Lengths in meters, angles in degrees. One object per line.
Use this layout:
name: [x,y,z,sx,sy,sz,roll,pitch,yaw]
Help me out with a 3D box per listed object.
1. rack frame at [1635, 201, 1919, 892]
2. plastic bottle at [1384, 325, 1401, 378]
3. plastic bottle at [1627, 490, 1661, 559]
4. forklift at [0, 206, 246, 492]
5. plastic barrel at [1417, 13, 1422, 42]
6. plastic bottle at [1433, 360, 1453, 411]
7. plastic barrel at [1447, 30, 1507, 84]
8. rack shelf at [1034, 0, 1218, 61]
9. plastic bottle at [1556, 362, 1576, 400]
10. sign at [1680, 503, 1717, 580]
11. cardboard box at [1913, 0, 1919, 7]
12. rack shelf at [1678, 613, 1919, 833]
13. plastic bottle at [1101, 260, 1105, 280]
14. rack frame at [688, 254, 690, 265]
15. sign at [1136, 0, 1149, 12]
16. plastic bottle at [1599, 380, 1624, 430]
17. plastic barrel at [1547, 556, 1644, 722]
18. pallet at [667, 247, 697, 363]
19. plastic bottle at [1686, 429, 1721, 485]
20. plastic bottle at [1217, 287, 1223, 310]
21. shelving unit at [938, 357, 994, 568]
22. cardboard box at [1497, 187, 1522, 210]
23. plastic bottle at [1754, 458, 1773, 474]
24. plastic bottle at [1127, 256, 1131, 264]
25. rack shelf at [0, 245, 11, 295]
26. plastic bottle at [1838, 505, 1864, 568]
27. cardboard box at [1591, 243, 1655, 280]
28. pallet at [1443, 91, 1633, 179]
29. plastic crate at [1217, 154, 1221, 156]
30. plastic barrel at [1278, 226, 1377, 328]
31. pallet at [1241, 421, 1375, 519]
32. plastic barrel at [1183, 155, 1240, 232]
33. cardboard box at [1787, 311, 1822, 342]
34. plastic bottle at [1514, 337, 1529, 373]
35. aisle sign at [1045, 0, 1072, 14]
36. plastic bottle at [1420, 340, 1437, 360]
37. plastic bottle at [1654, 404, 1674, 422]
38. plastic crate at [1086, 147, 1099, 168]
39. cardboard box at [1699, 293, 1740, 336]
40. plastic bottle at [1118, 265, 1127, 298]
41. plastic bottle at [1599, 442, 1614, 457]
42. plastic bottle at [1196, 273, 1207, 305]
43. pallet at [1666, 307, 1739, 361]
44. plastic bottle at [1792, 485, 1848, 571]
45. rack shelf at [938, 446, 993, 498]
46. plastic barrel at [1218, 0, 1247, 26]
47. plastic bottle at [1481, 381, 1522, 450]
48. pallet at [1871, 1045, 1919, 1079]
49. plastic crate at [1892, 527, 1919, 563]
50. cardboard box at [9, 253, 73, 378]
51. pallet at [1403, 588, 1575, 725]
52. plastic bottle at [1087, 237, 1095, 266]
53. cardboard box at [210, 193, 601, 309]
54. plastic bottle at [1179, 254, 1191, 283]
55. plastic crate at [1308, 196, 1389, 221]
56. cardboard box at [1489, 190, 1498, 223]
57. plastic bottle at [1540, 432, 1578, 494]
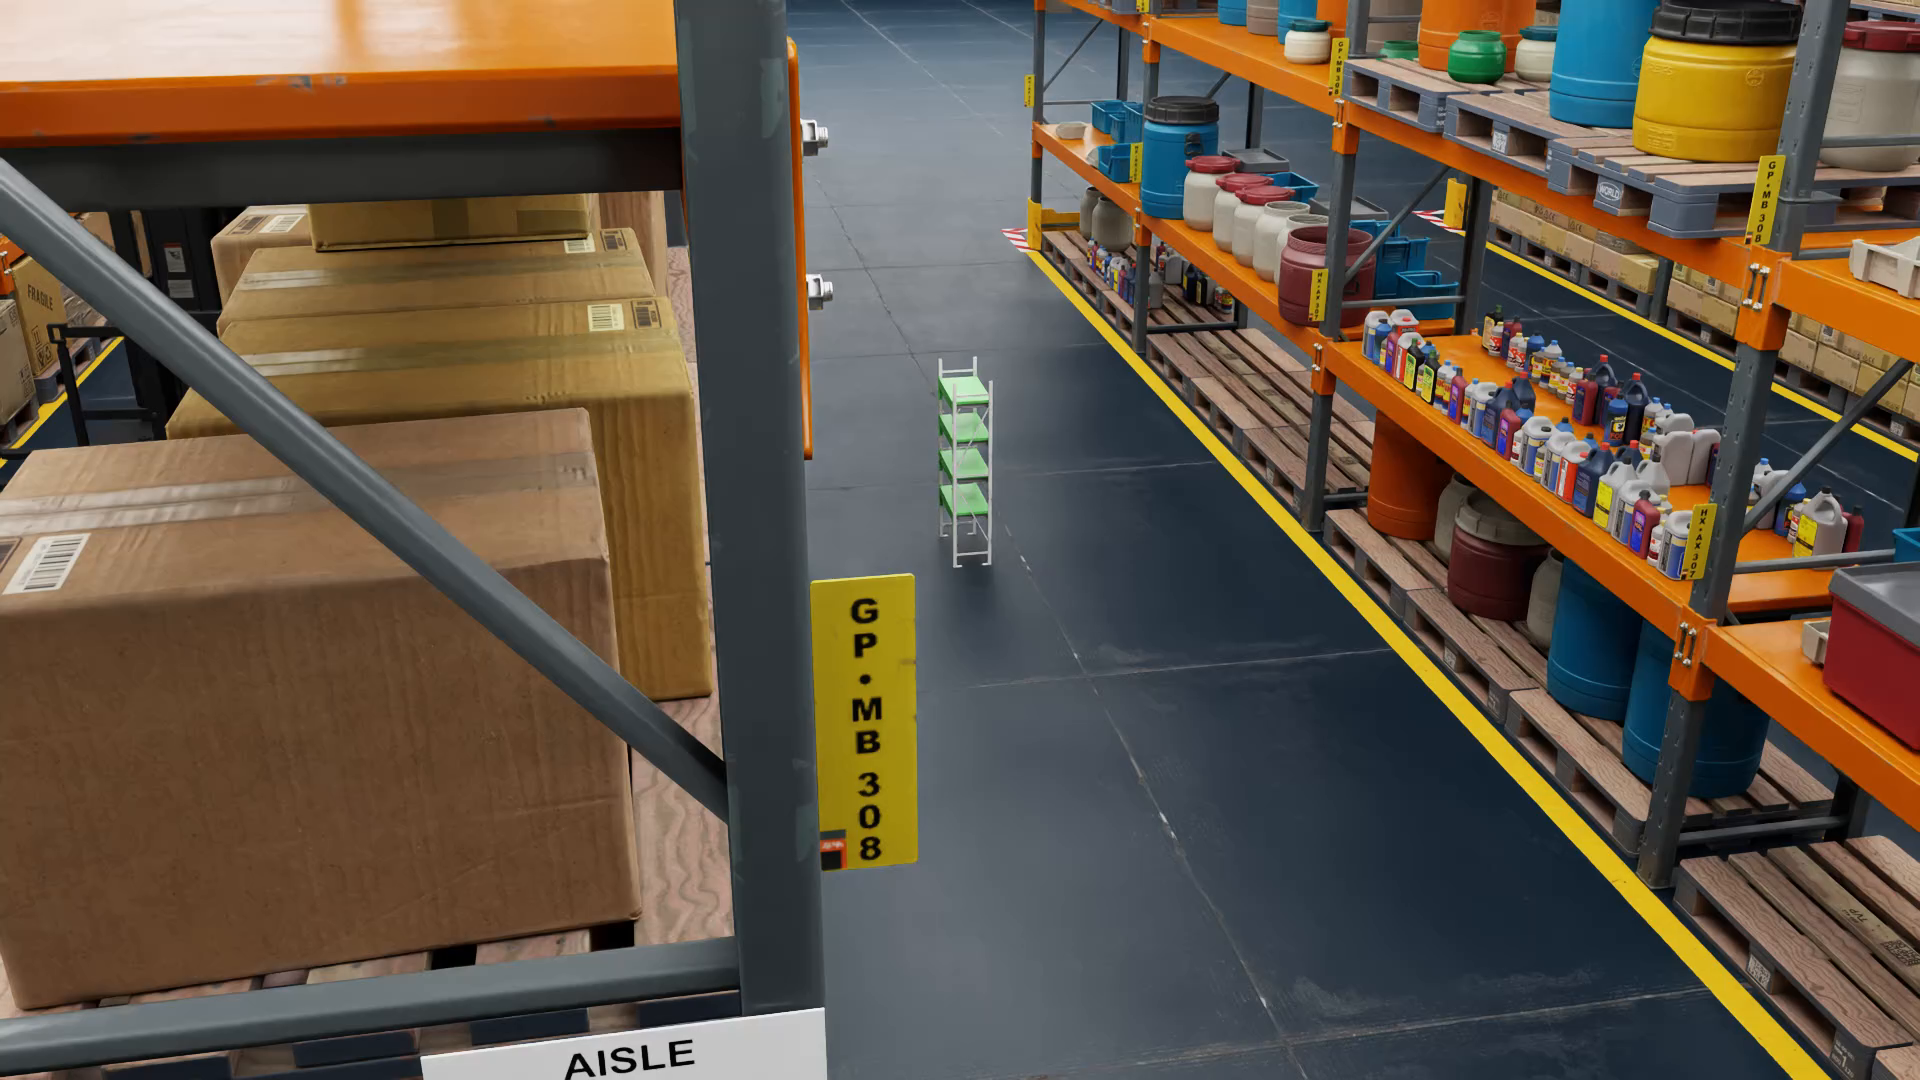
rack frame: [3.489,0.095,6.784,1.000,3.000,0.127,-4,24,-10]
plastic bottle: [2.527,-1.098,9.661,0.061,0.283,0.133,-4,24,-10]
plastic bottle: [3.011,-0.070,7.308,0.061,0.283,0.133,-4,24,-10]
forklift: [-5.461,-1.665,10.899,3.031,2.935,1.130,-2,24,-4]
plastic barrel: [2.993,-3.049,10.095,0.421,0.512,0.421,0,24,0]
plastic bottle: [2.659,-0.852,9.114,0.097,0.271,0.097,0,24,0]
plastic barrel: [2.719,-2.540,8.740,0.294,0.245,0.294,0,24,0]
rack shelf: [1.640,-4.883,15.334,1.077,0.370,4.000,-4,24,-10]
plastic bottle: [3.397,-0.892,9.293,0.097,0.201,0.097,0,24,0]
sign: [2.948,0.008,6.637,0.100,0.325,0.005,-4,24,-10]
cardboard box: [7.269,-3.946,11.953,0.500,0.250,0.500,-5,24,-11]
rack shelf: [3.859,1.212,5.127,1.077,0.370,4.000,-4,24,-10]
plastic bottle: [1.399,-2.595,15.890,0.097,0.201,0.097,0,24,0]
rack frame: [-1.379,0.462,5.945,1.000,3.000,0.127,-4,24,-10]
sign: [1.467,-4.394,13.303,0.100,0.325,0.005,-4,24,-10]
plastic bottle: [3.454,-0.718,8.791,0.061,0.283,0.133,-4,24,-10]
plastic barrel: [3.274,0.371,8.250,0.600,0.901,0.708,-4,24,-10]
pallet: [-1.238,-0.549,4.623,1.003,0.211,1.213,-4,24,-10]
plastic bottle: [3.606,-0.422,8.124,0.152,0.276,0.135,-4,24,-10]
plastic bottle: [2.363,-2.168,14.914,0.097,0.201,0.097,0,24,0]
shelving unit: [0.031,-0.485,10.361,0.258,1.200,0.503,-4,24,-10]
cardboard box: [6.113,-3.842,17.773,0.500,0.500,0.500,-4,24,-10]
plastic bottle: [3.715,-0.248,7.730,0.097,0.271,0.097,0,24,0]
plastic bottle: [1.590,-2.515,15.605,0.061,0.283,0.133,-4,24,-10]
rack shelf: [-7.381,-1.241,10.743,1.077,0.370,4.000,-4,24,-10]
plastic bottle: [3.840,-0.027,7.210,0.061,0.283,0.133,-4,24,-10]
cardboard box: [6.495,-2.712,16.124,0.500,0.250,0.500,-4,24,-10]
pallet: [3.035,-1.940,7.932,1.003,0.211,1.213,-4,24,-10]
plastic crate: [2.038,-3.238,14.494,0.767,0.338,0.504,-4,24,-10]
plastic barrel: [2.366,-1.700,10.726,0.600,0.536,0.708,-4,24,-10]
pallet: [2.644,-0.508,11.649,1.003,0.211,1.213,-4,24,-10]
plastic barrel: [1.971,-2.721,13.063,0.433,0.535,0.433,0,24,0]
cardboard box: [6.995,-1.820,13.380,0.500,0.311,0.500,-4,24,-8]
plastic bottle: [3.307,-1.084,9.732,0.097,0.201,0.097,0,24,0]
aisle sign: [0.969,-5.823,17.086,0.394,0.787,0.004,-4,24,-10]
plastic bottle: [2.651,-1.000,9.452,0.097,0.271,0.097,0,24,0]
plastic bottle: [3.569,-0.559,8.443,0.097,0.271,0.097,0,24,0]
plastic crate: [1.460,-3.550,15.461,0.530,0.136,0.437,-4,24,-10]
cardboard box: [6.802,-1.971,14.425,0.500,0.250,0.500,-4,24,-8]
plastic bottle: [1.501,-2.377,15.288,0.061,0.283,0.133,-3,24,-6]
plastic bottle: [3.057,-0.335,7.931,0.097,0.271,0.097,0,24,0]
plastic bottle: [2.190,-2.283,15.074,0.061,0.283,0.133,-4,24,-10]
pallet: [7.053,-1.852,14.726,1.003,0.211,1.213,-4,24,-10]
plastic bottle: [3.735,-0.060,7.202,0.144,0.351,0.185,-4,24,-10]
rack shelf: [0.031,-0.426,10.386,0.258,0.148,0.480,-4,24,-10]
plastic barrel: [2.317,-4.472,12.867,0.600,0.901,0.708,-4,24,-10]
plastic bottle: [2.794,-0.653,8.558,0.144,0.351,0.185,-4,24,-10]
pallet: [3.892,2.140,5.585,1.003,0.211,1.213,-4,24,-10]
plastic crate: [3.910,0.234,6.412,0.392,0.384,0.575,-4,24,-10]
cardboard box: [-7.799,-1.829,13.319,0.875,0.875,0.875,-4,24,-9]
pallet: [3.158,0.586,9.145,1.003,0.211,1.213,-4,24,-10]
plastic bottle: [1.299,-2.840,16.364,0.097,0.271,0.097,0,24,0]
cardboard box: [-1.123,-0.465,3.546,0.700,0.500,0.500,-3,24,-7]
plastic bottle: [2.155,-2.629,15.781,0.144,0.351,0.185,-4,24,-10]
plastic crate: [2.751,-2.166,11.881,0.402,0.464,0.583,-4,24,-10]
cardboard box: [6.019,-3.695,18.373,0.500,0.250,0.500,-4,24,-10]
plastic bottle: [2.913,-0.374,8.013,0.152,0.276,0.135,-4,24,-10]
